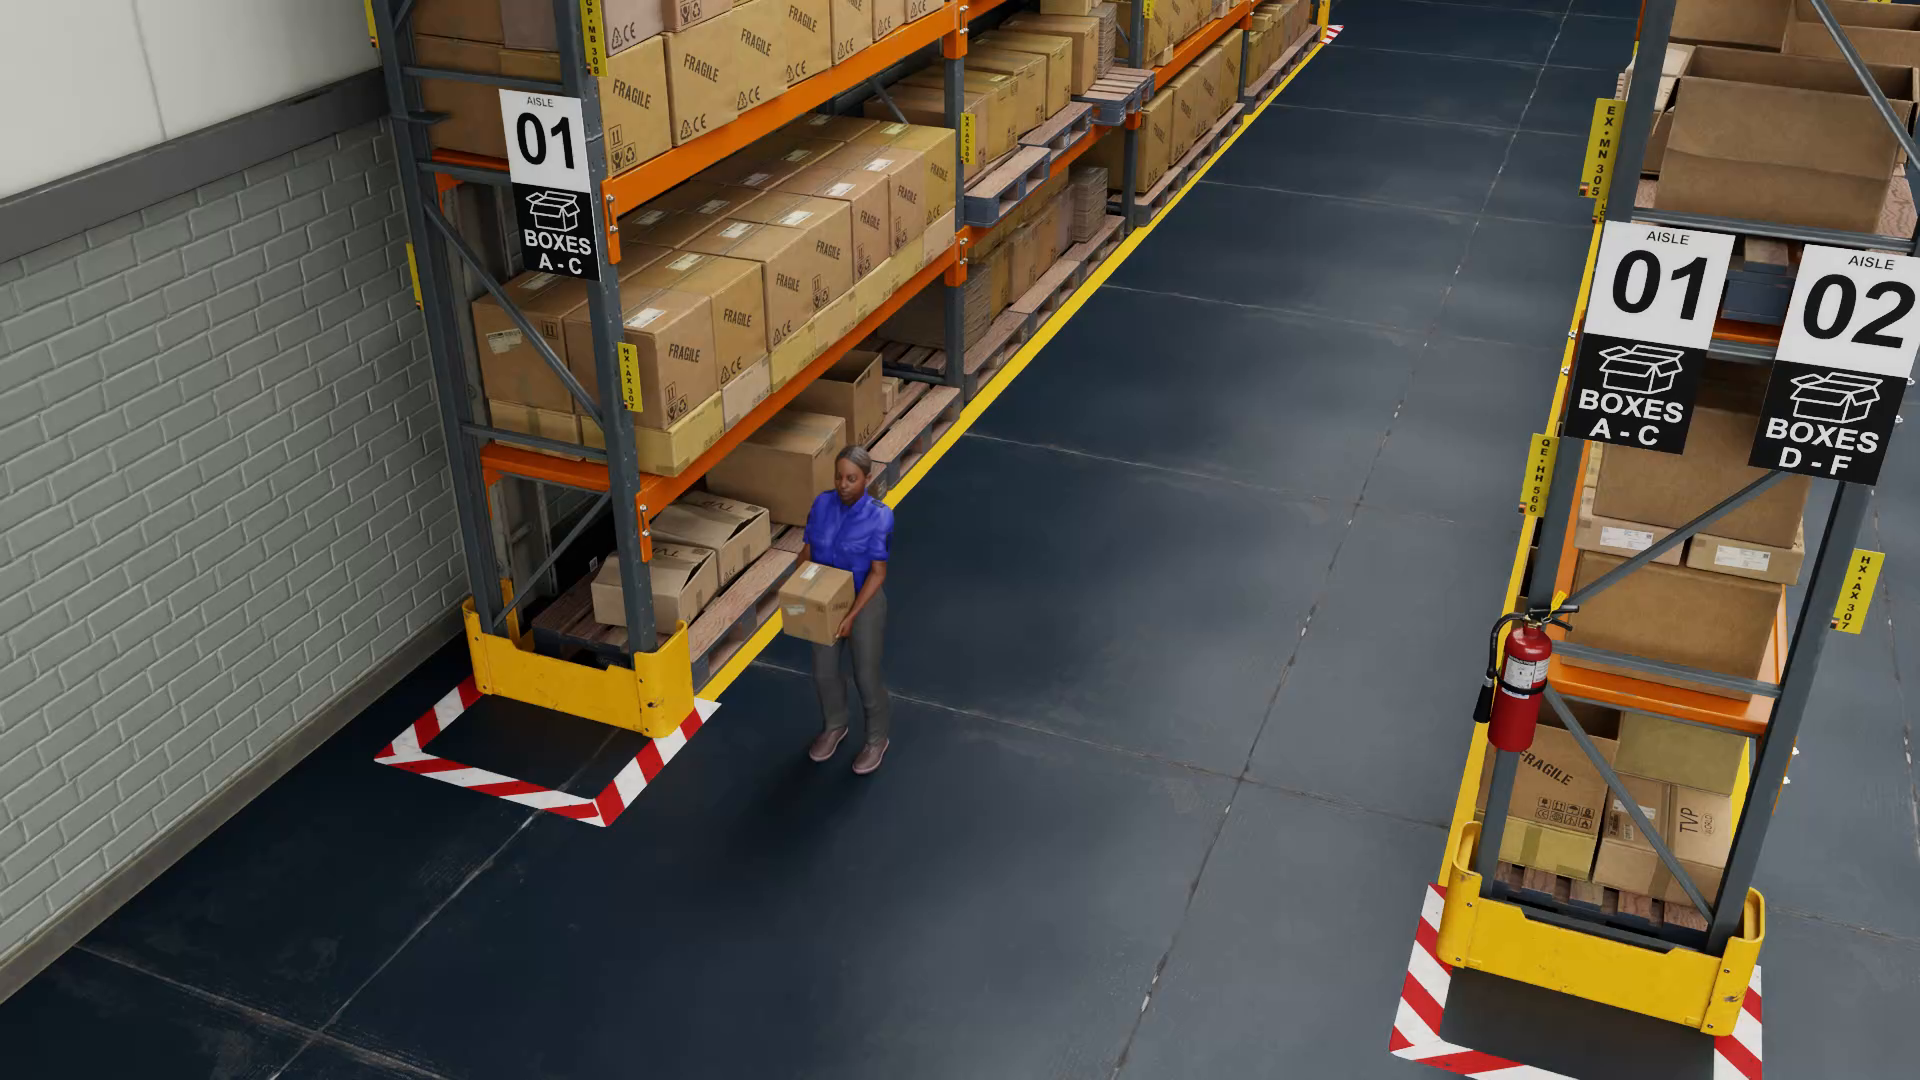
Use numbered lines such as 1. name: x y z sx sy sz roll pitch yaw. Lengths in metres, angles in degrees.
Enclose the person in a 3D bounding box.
1. person: -0.562 0.357 7.784 0.450 1.647 0.517 13 32 22
